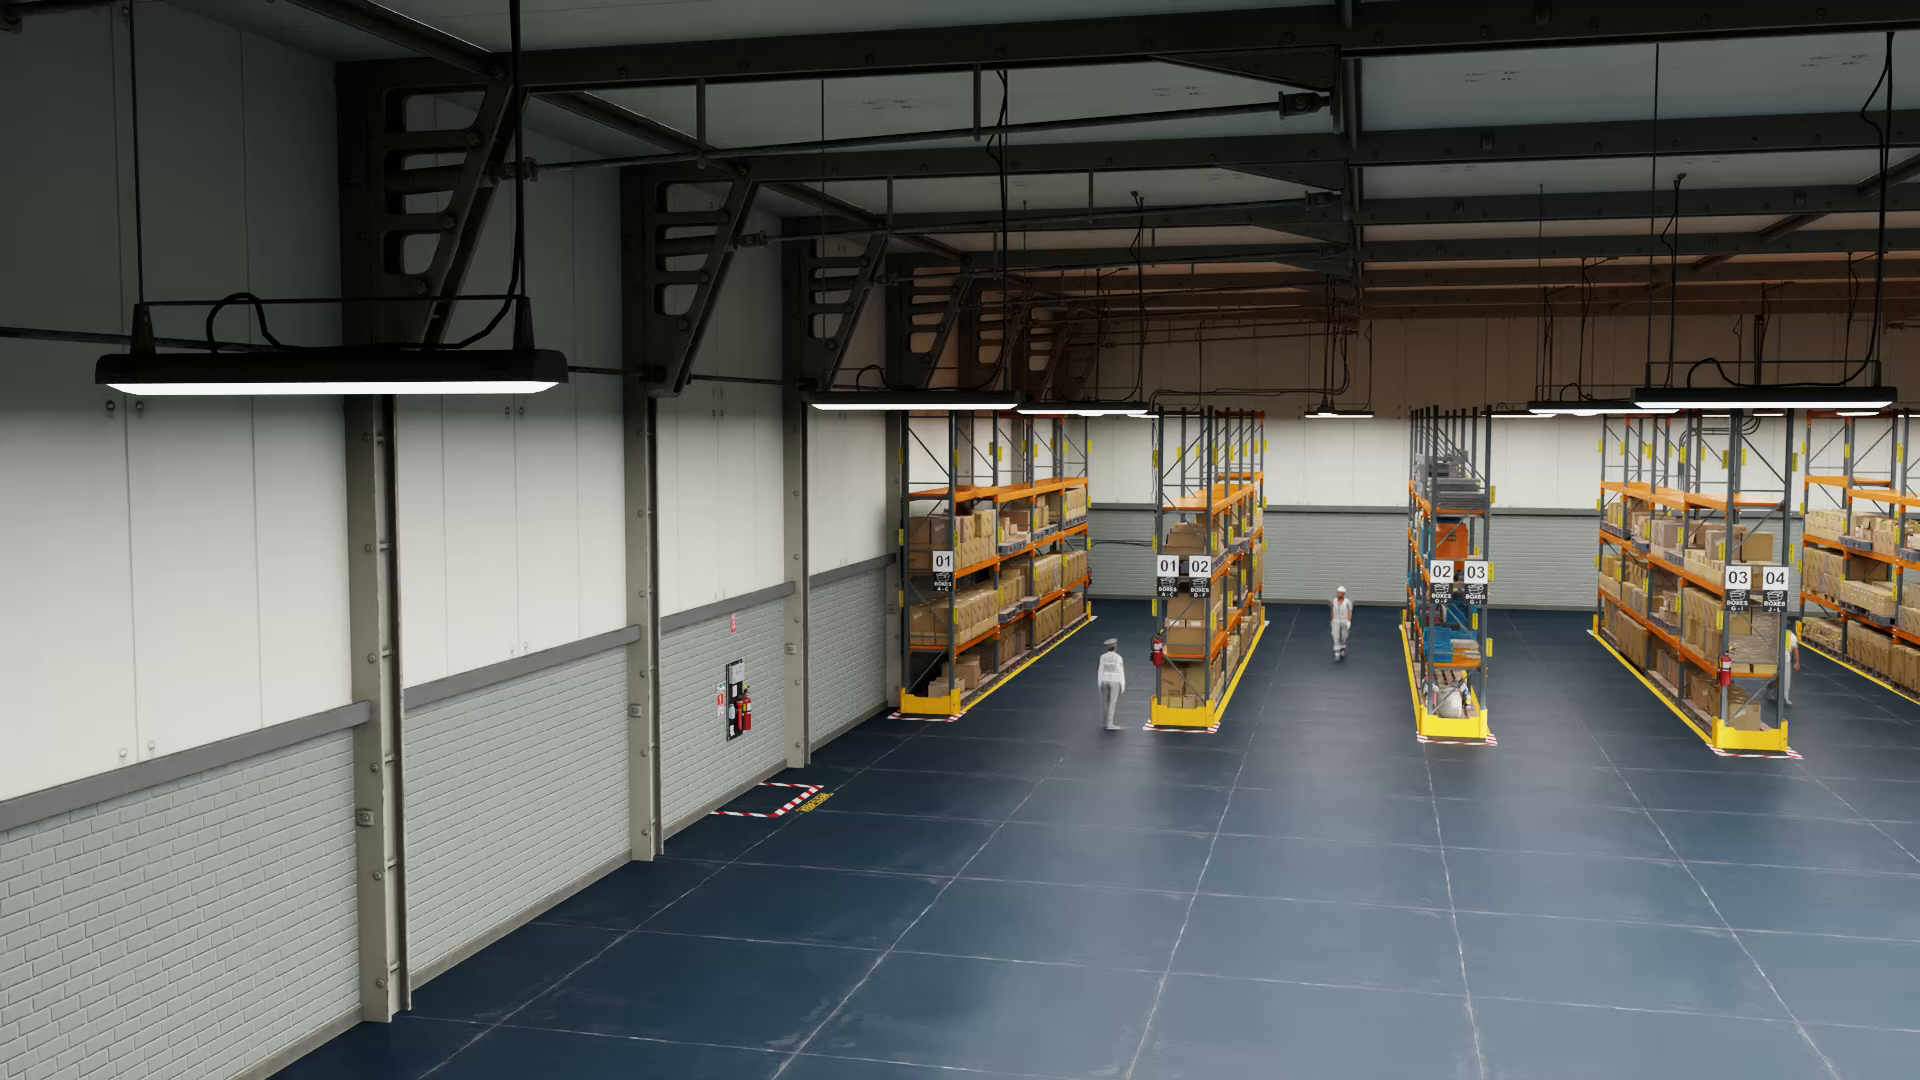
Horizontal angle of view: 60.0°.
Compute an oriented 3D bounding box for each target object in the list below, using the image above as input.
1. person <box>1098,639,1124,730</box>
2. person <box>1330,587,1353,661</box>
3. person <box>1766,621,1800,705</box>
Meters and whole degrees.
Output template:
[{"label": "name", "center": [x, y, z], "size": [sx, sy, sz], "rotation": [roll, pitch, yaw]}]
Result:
[{"label": "person", "center": [2.852, 2.678, 30.946], "size": [0.565, 1.684, 0.523], "rotation": [4, 5, 42]}, {"label": "person", "center": [9.094, 1.990, 39.646], "size": [0.515, 1.736, 1.051], "rotation": [1, 4, 12]}, {"label": "person", "center": [16.614, 2.444, 33.647], "size": [0.661, 1.727, 1.019], "rotation": [1, 4, 17]}]
